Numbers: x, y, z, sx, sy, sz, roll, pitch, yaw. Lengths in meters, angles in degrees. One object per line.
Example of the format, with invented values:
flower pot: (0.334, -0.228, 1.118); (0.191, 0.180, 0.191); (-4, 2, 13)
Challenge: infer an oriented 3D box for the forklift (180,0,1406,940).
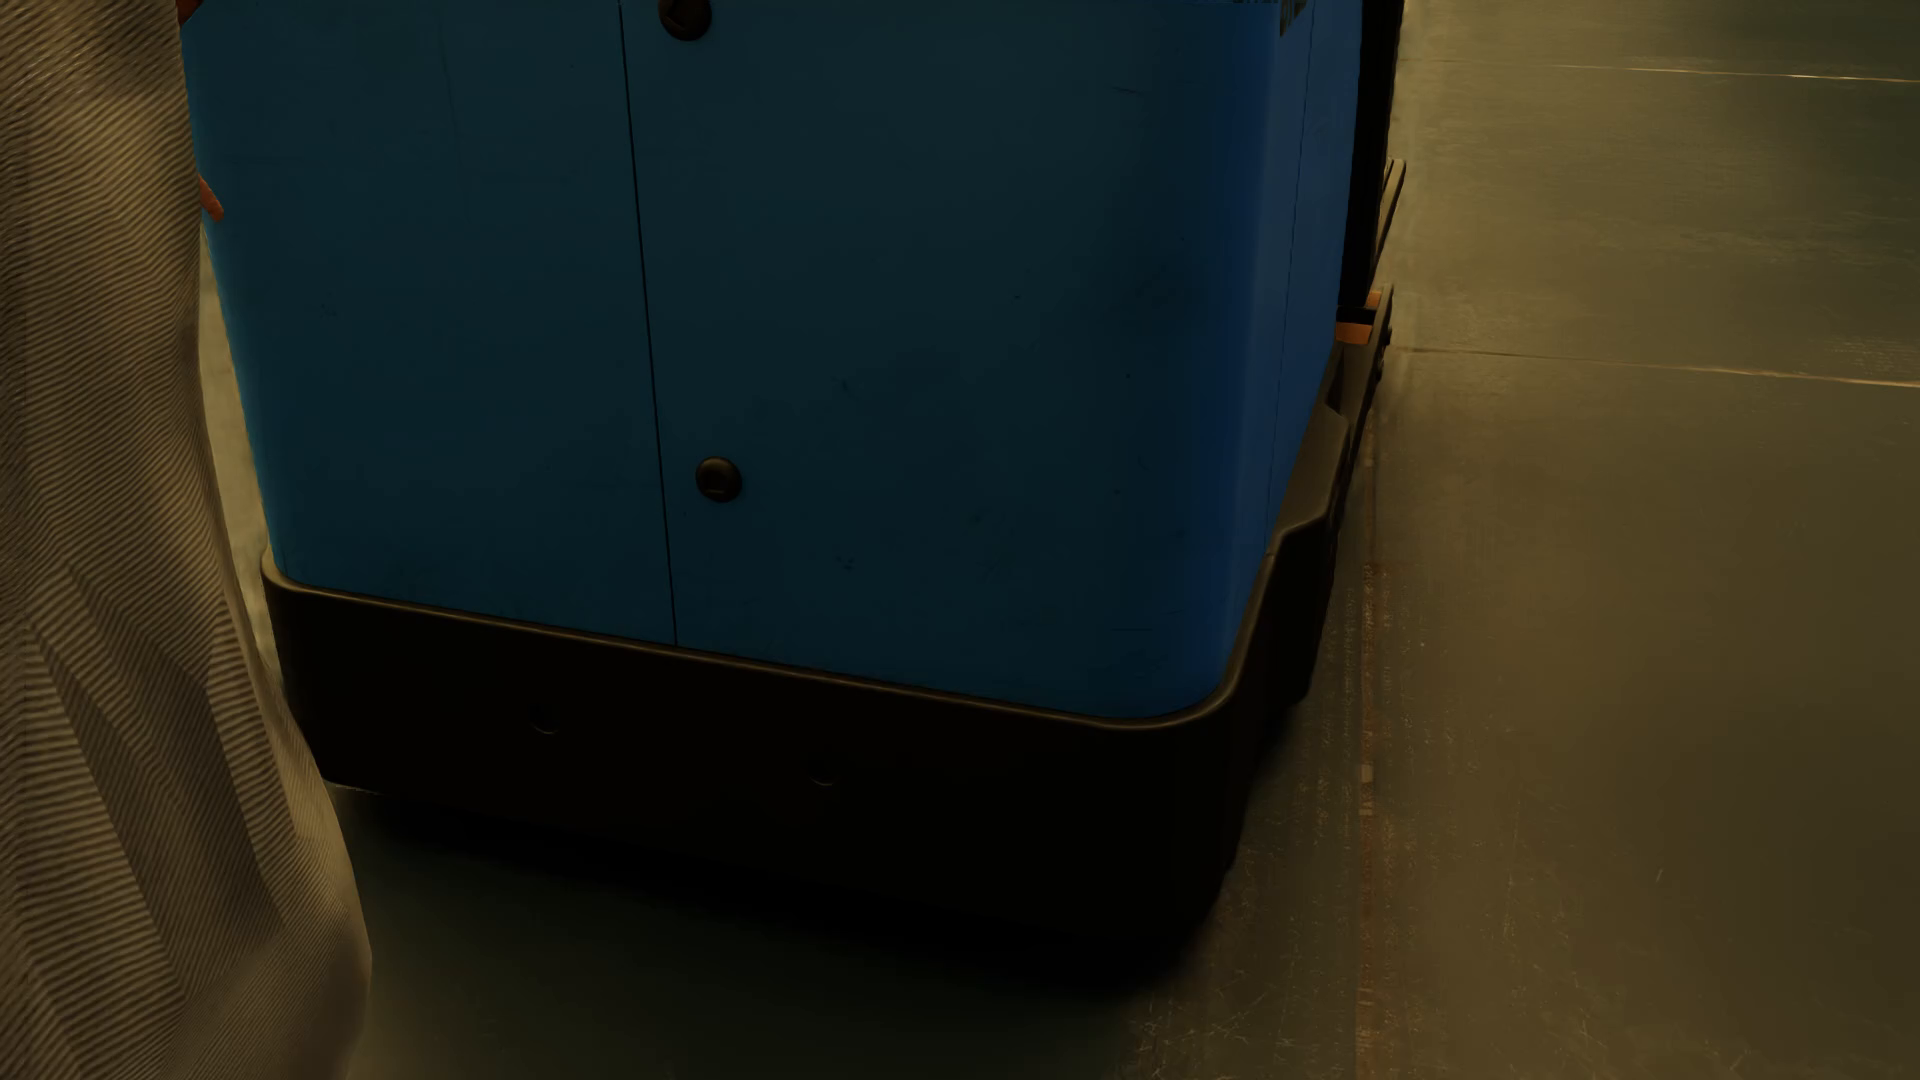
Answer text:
forklift: (0.177, -1.572, 2.362); (1.130, 2.935, 3.031); (8, 28, 15)
